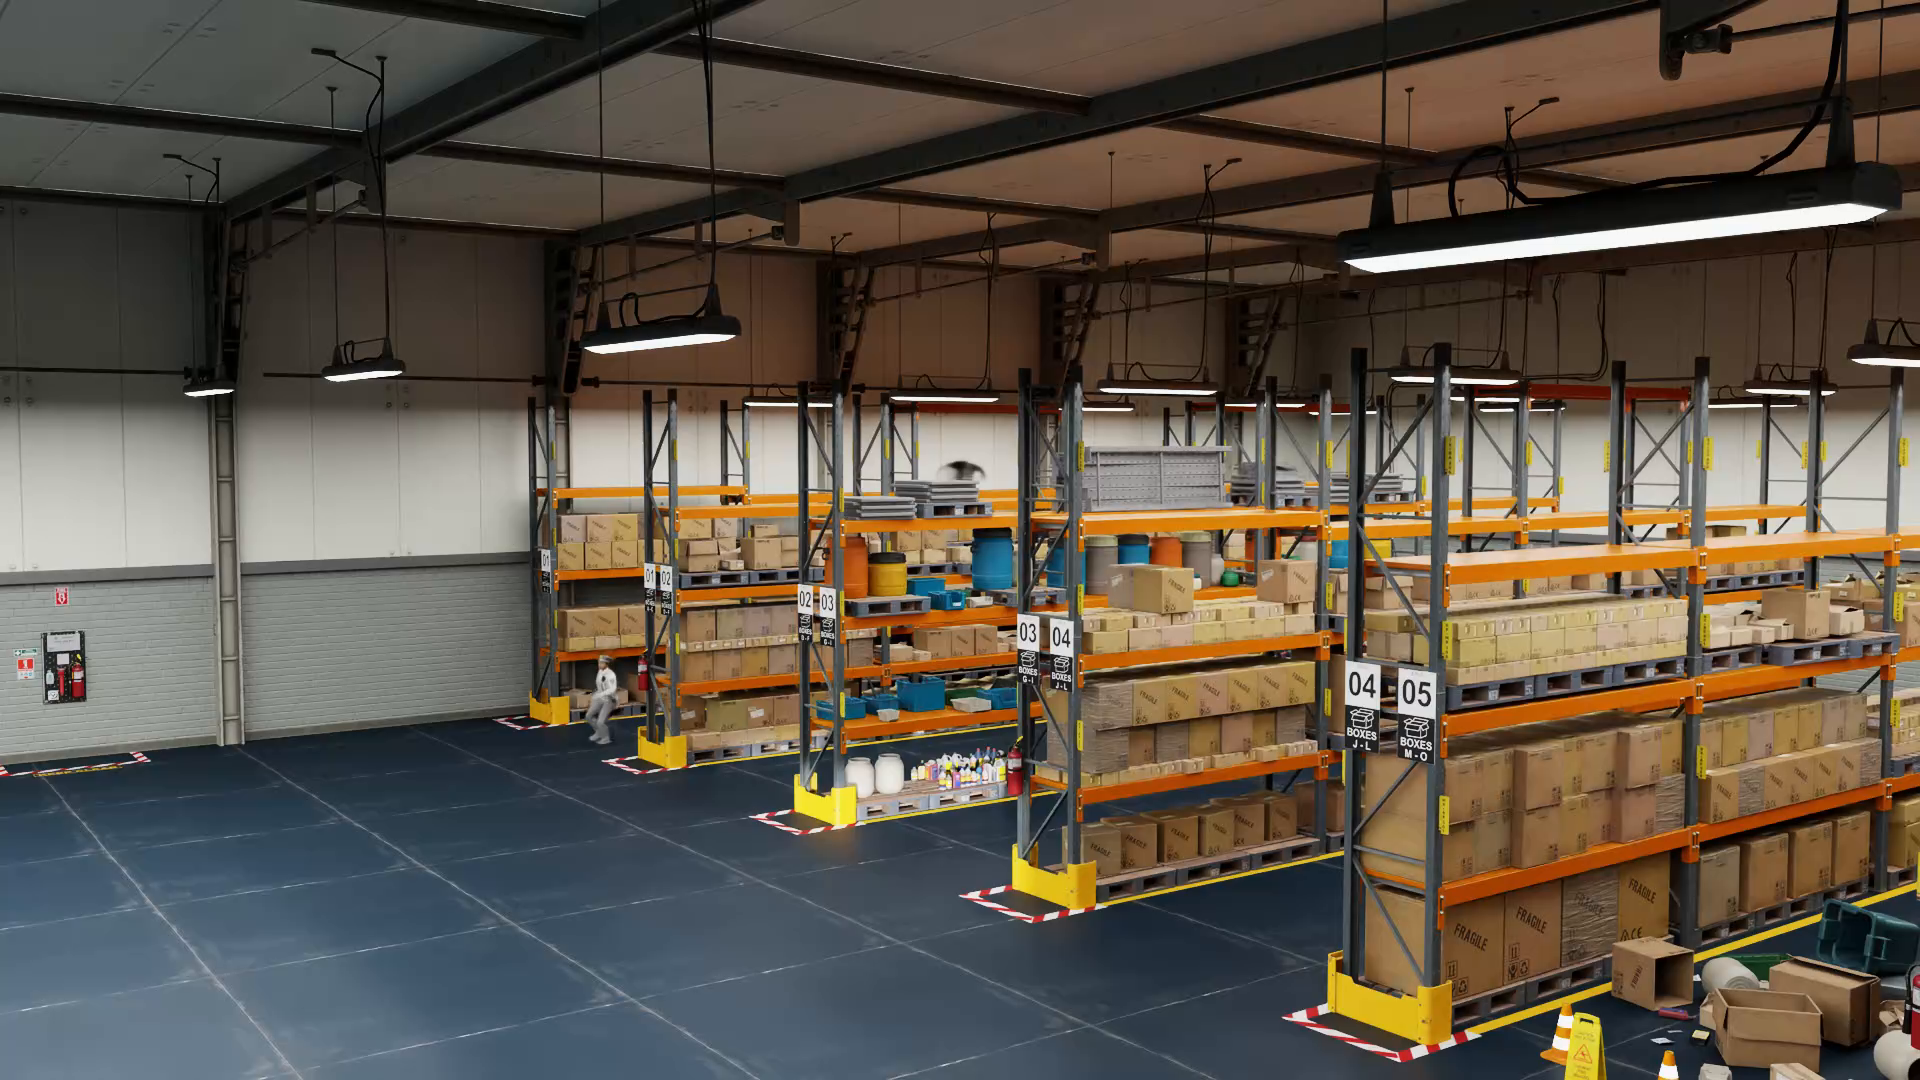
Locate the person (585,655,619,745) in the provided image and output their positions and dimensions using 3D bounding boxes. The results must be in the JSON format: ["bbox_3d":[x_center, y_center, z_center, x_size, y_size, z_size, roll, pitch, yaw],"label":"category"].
[{"bbox_3d":[-6.108,2.715,28.233,0.798,1.580,0.571,3,4,41],"label":"person"}]
